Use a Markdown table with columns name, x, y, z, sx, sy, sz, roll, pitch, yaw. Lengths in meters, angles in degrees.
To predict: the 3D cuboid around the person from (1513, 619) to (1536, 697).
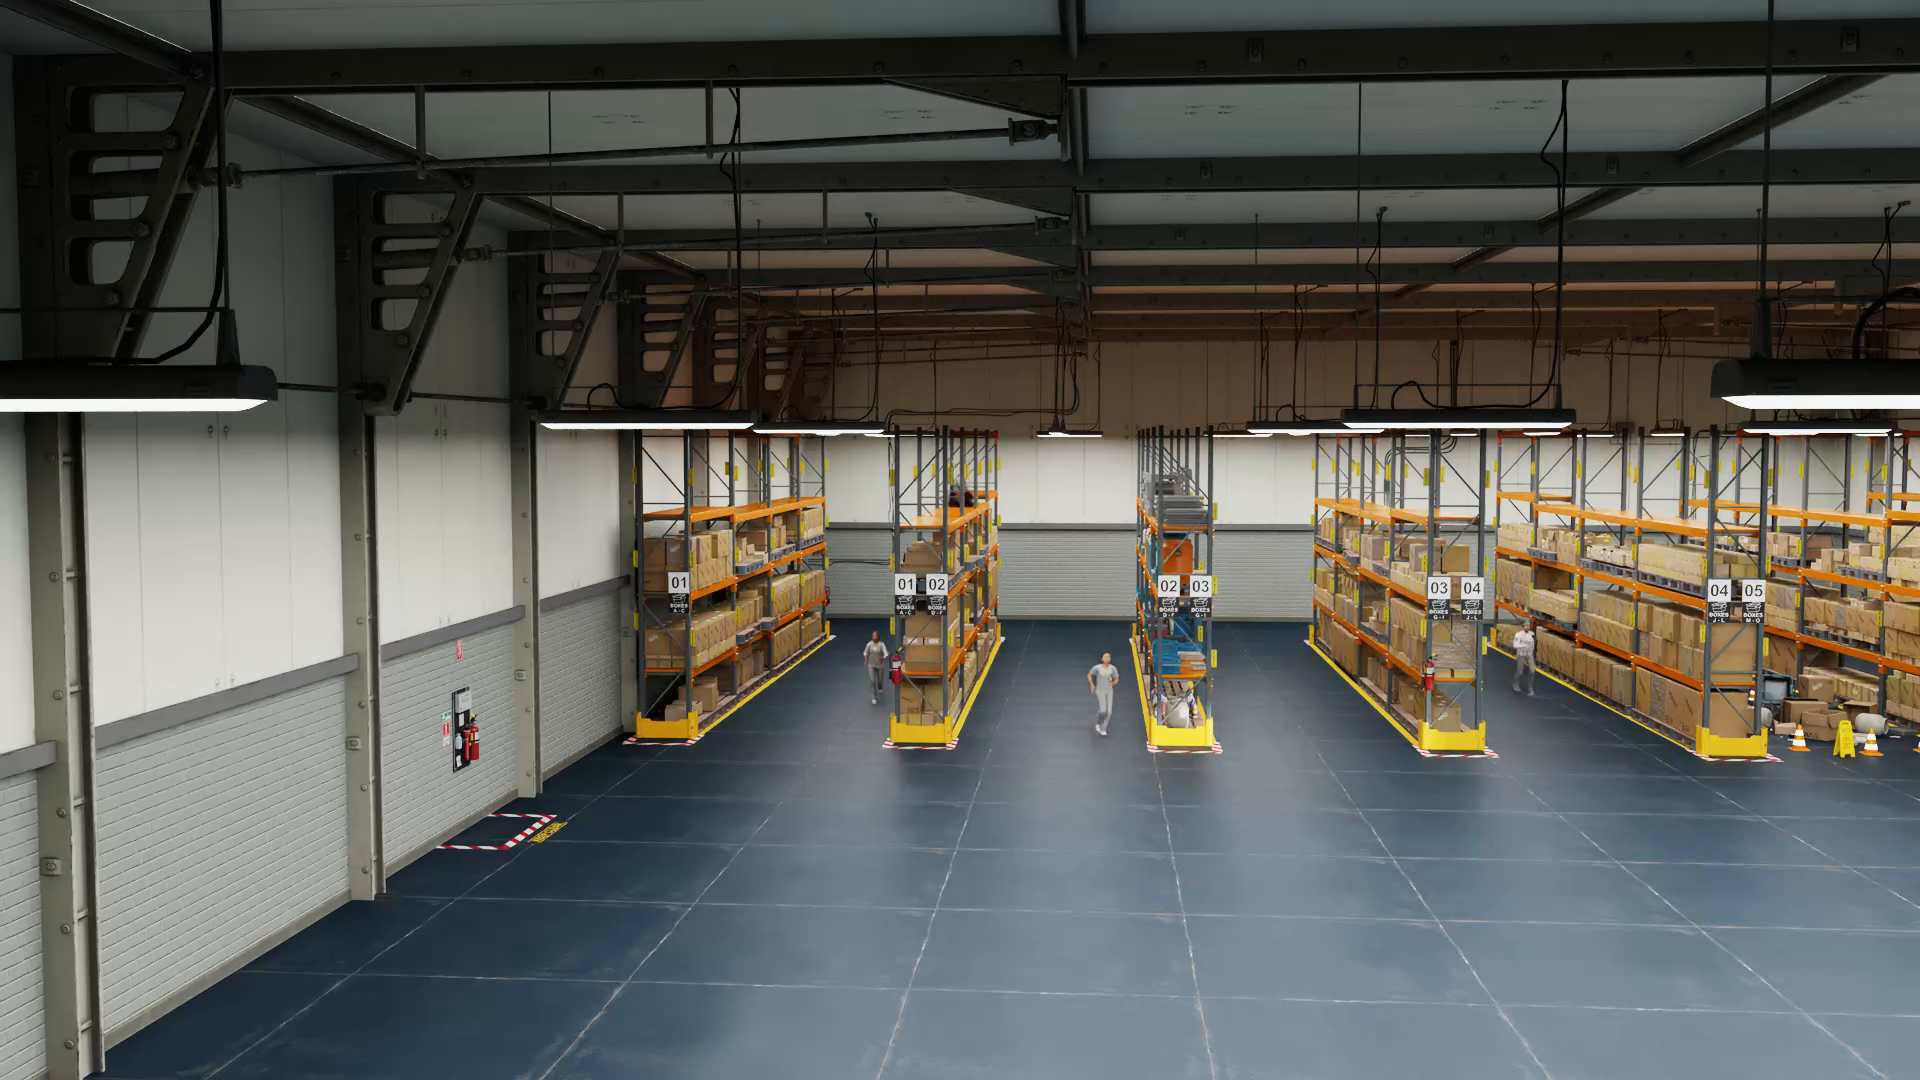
| name | x | y | z | sx | sy | sz | roll | pitch | yaw |
| --- | --- | --- | --- | --- | --- | --- | --- | --- | --- |
| person | 12.682 | 2.635 | 37.342 | 0.557 | 1.737 | 0.816 | 0 | 3 | -1 |

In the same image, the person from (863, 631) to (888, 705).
| name | x | y | z | sx | sy | sz | roll | pitch | yaw |
| --- | --- | --- | --- | --- | --- | --- | --- | --- | --- |
| person | -1.842 | 2.761 | 36.206 | 0.547 | 1.564 | 0.767 | 0 | 3 | 2 |

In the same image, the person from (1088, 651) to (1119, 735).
| name | x | y | z | sx | sy | sz | roll | pitch | yaw |
| --- | --- | --- | --- | --- | --- | --- | --- | --- | --- |
| person | 2.805 | 2.969 | 32.124 | 0.569 | 1.629 | 0.555 | -1 | 4 | -13 |
